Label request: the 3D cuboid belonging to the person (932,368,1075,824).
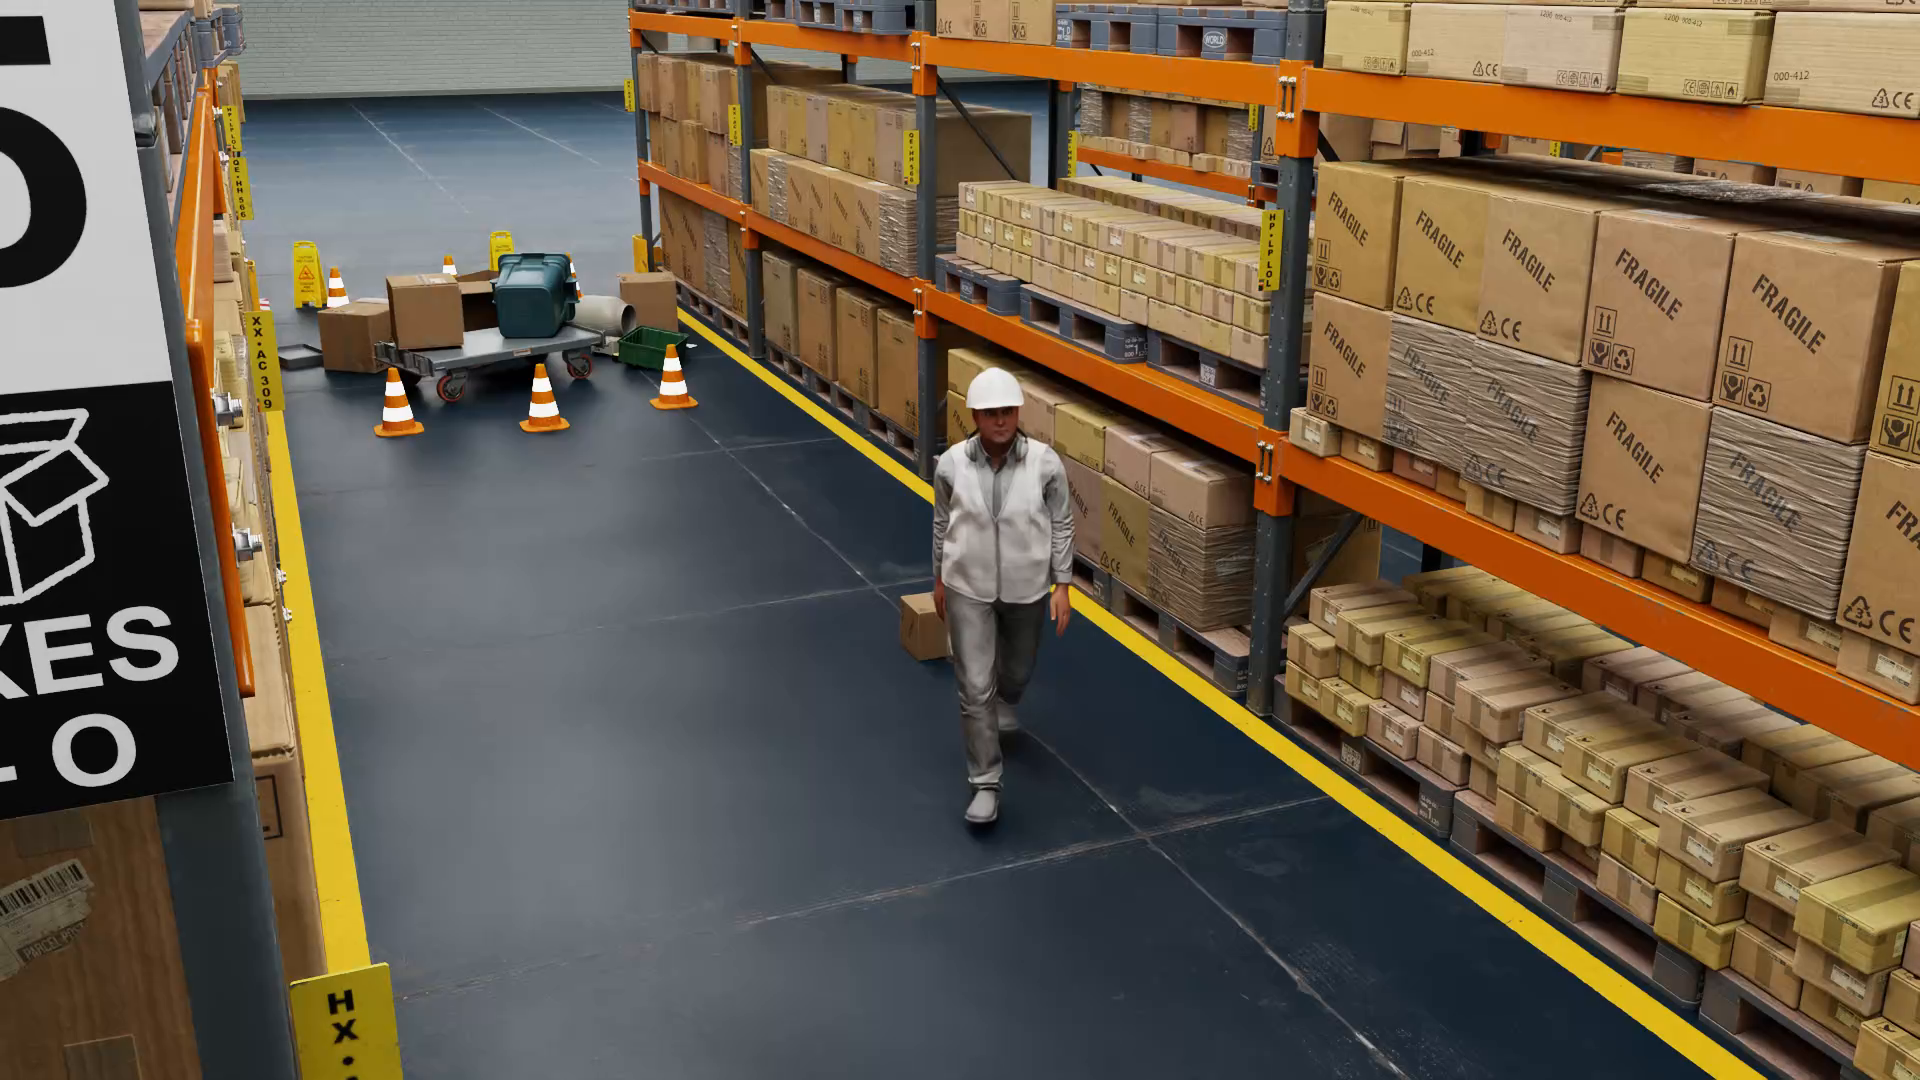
[{"bbox_3d":[0.168,0.157,6.578,0.554,1.735,1.012,-1,19,-2],"label":"person"}]
